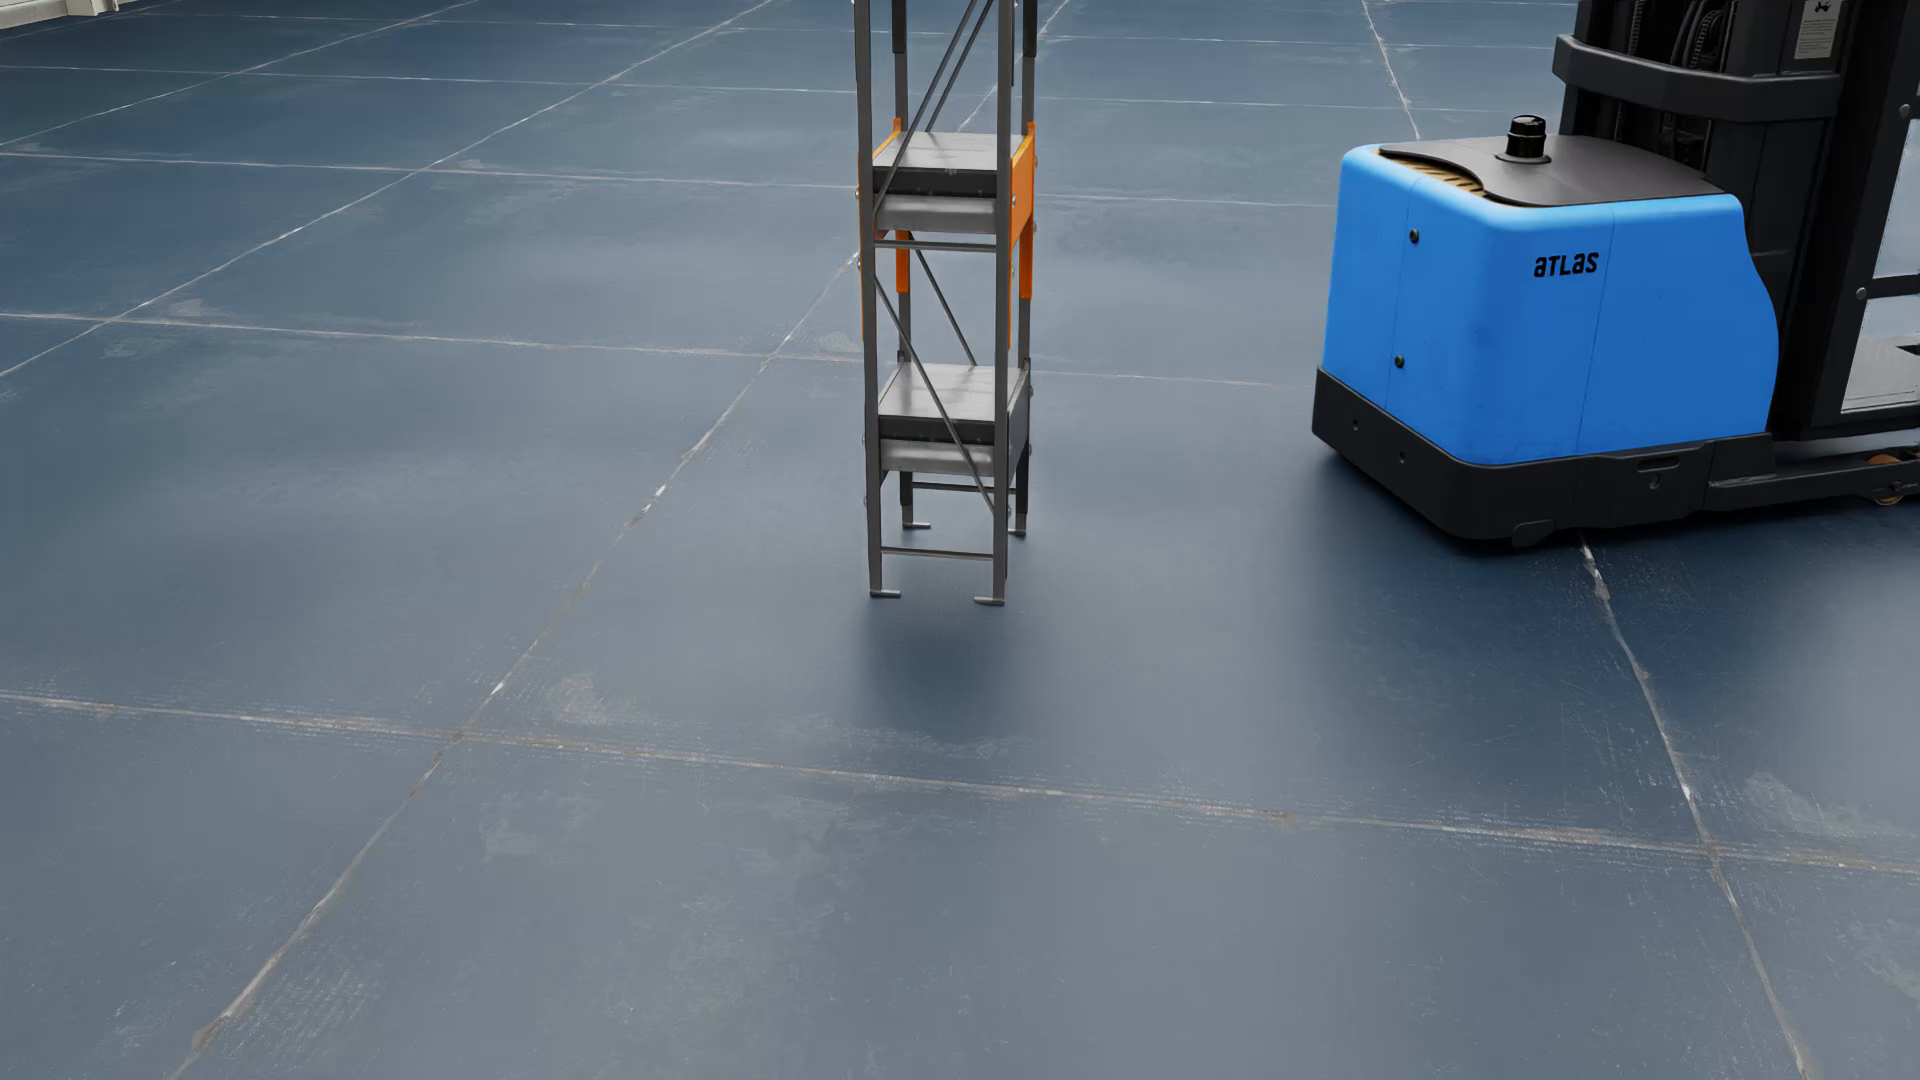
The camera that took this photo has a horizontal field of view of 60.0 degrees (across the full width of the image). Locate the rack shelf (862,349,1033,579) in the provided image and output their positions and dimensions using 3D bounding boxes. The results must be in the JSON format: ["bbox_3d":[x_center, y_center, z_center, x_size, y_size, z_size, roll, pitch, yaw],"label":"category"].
[{"bbox_3d":[-0.027,-0.235,4.959,0.431,0.518,0.480,4,25,9],"label":"rack shelf"}]

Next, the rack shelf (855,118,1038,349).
[{"bbox_3d":[-0.027,-0.869,4.663,0.431,0.518,0.480,4,25,9],"label":"rack shelf"}]

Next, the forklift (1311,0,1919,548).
[{"bbox_3d":[2.823,-1.647,5.311,3.031,2.935,1.130,-7,26,-15],"label":"forklift"}]

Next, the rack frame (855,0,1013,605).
[{"bbox_3d":[-0.067,-0.780,4.439,0.400,2.100,0.015,4,25,9],"label":"rack frame"}]

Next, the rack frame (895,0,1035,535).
[{"bbox_3d":[0.013,-0.984,4.875,0.400,2.100,0.015,4,25,9],"label":"rack frame"}]

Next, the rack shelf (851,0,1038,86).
[{"bbox_3d":[-0.027,-1.503,4.366,0.431,0.518,0.480,4,25,9],"label":"rack shelf"}]

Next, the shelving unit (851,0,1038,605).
[{"bbox_3d":[-0.027,-0.882,4.657,0.431,2.100,0.503,4,25,9],"label":"shelving unit"}]

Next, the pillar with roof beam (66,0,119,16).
[{"bbox_3d":[-4.248,-8.944,13.743,9.100,9.000,0.400,4,25,9],"label":"pillar with roof beam"}]
